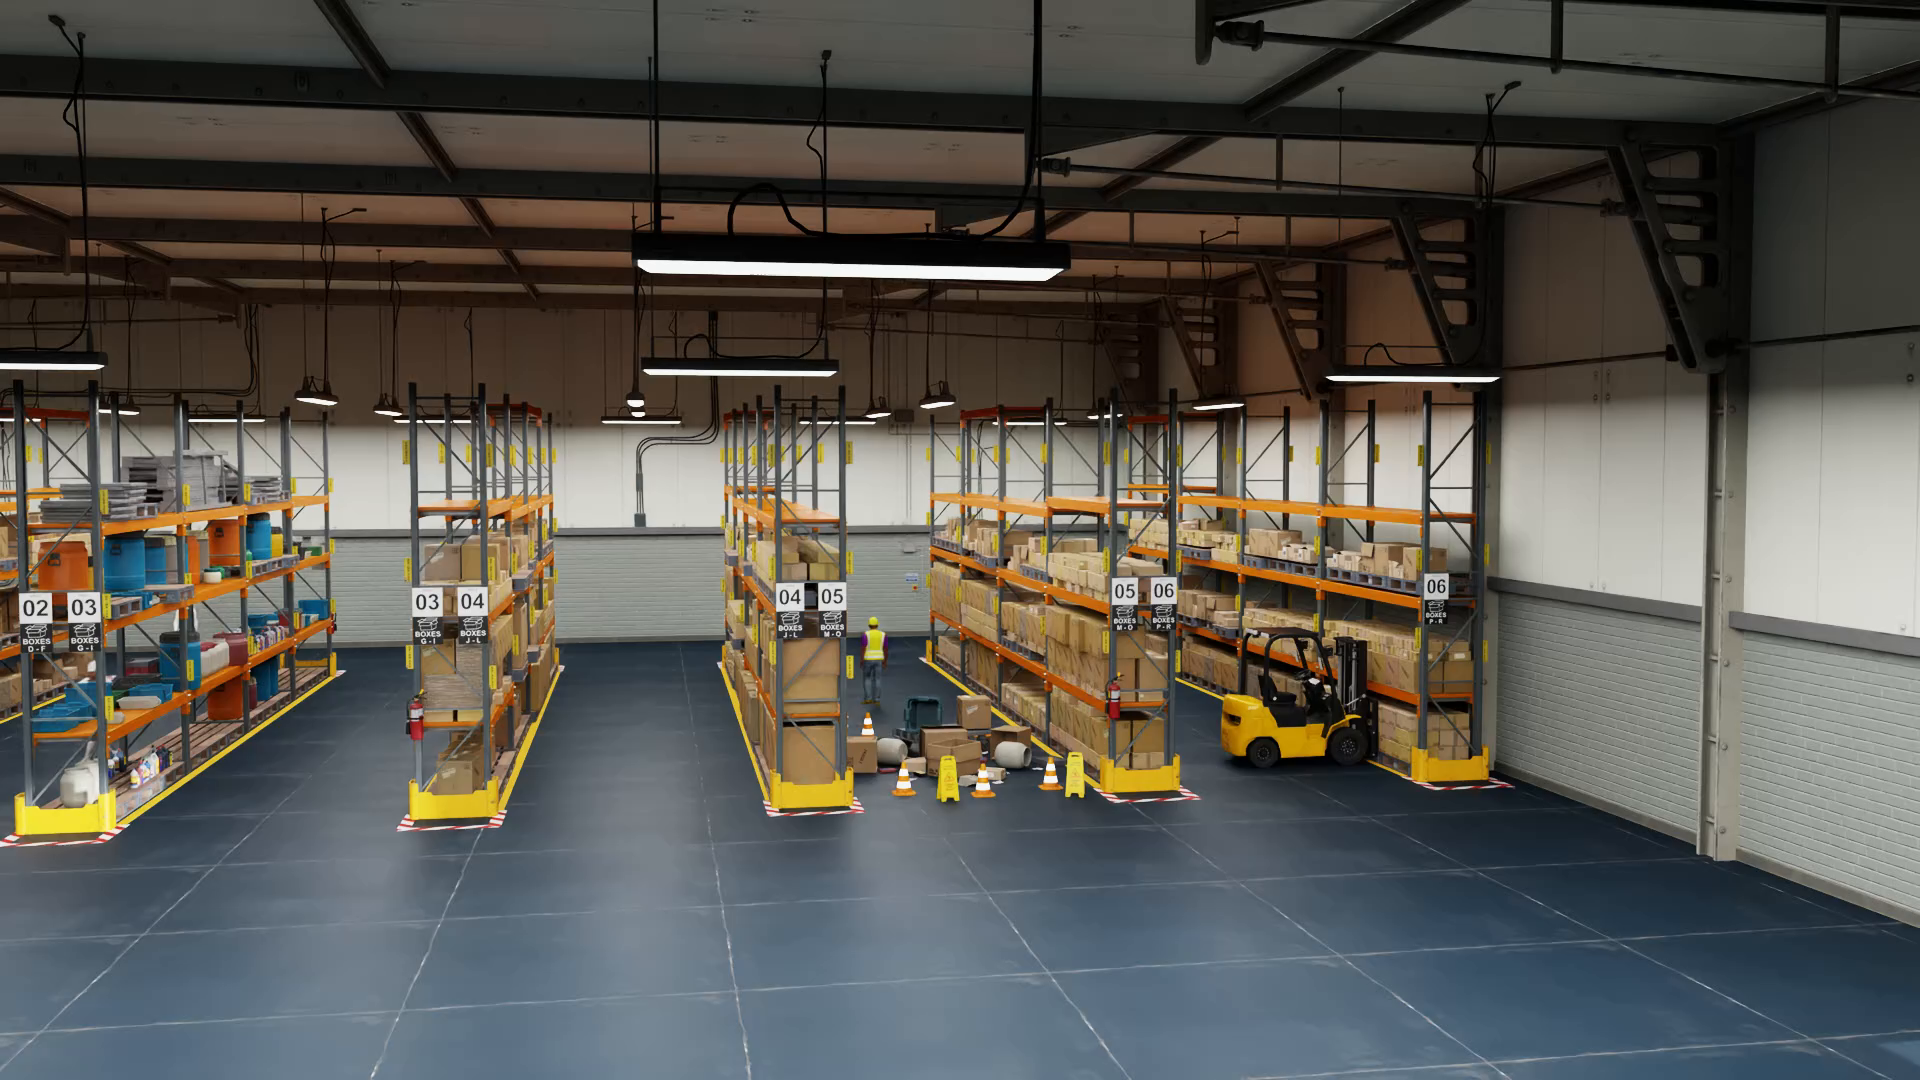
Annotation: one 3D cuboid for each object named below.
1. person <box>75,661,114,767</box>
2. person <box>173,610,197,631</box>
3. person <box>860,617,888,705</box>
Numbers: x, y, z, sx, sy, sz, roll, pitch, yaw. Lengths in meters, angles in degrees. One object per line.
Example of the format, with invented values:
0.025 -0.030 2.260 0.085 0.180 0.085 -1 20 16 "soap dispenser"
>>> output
-13.945 2.795 26.760 0.562 1.687 1.136 0 3 3 "person"
-18.431 2.163 39.525 0.448 1.609 1.034 0 3 -8 "person"
-1.728 2.454 33.374 0.612 1.810 0.602 -1 3 -17 "person"
